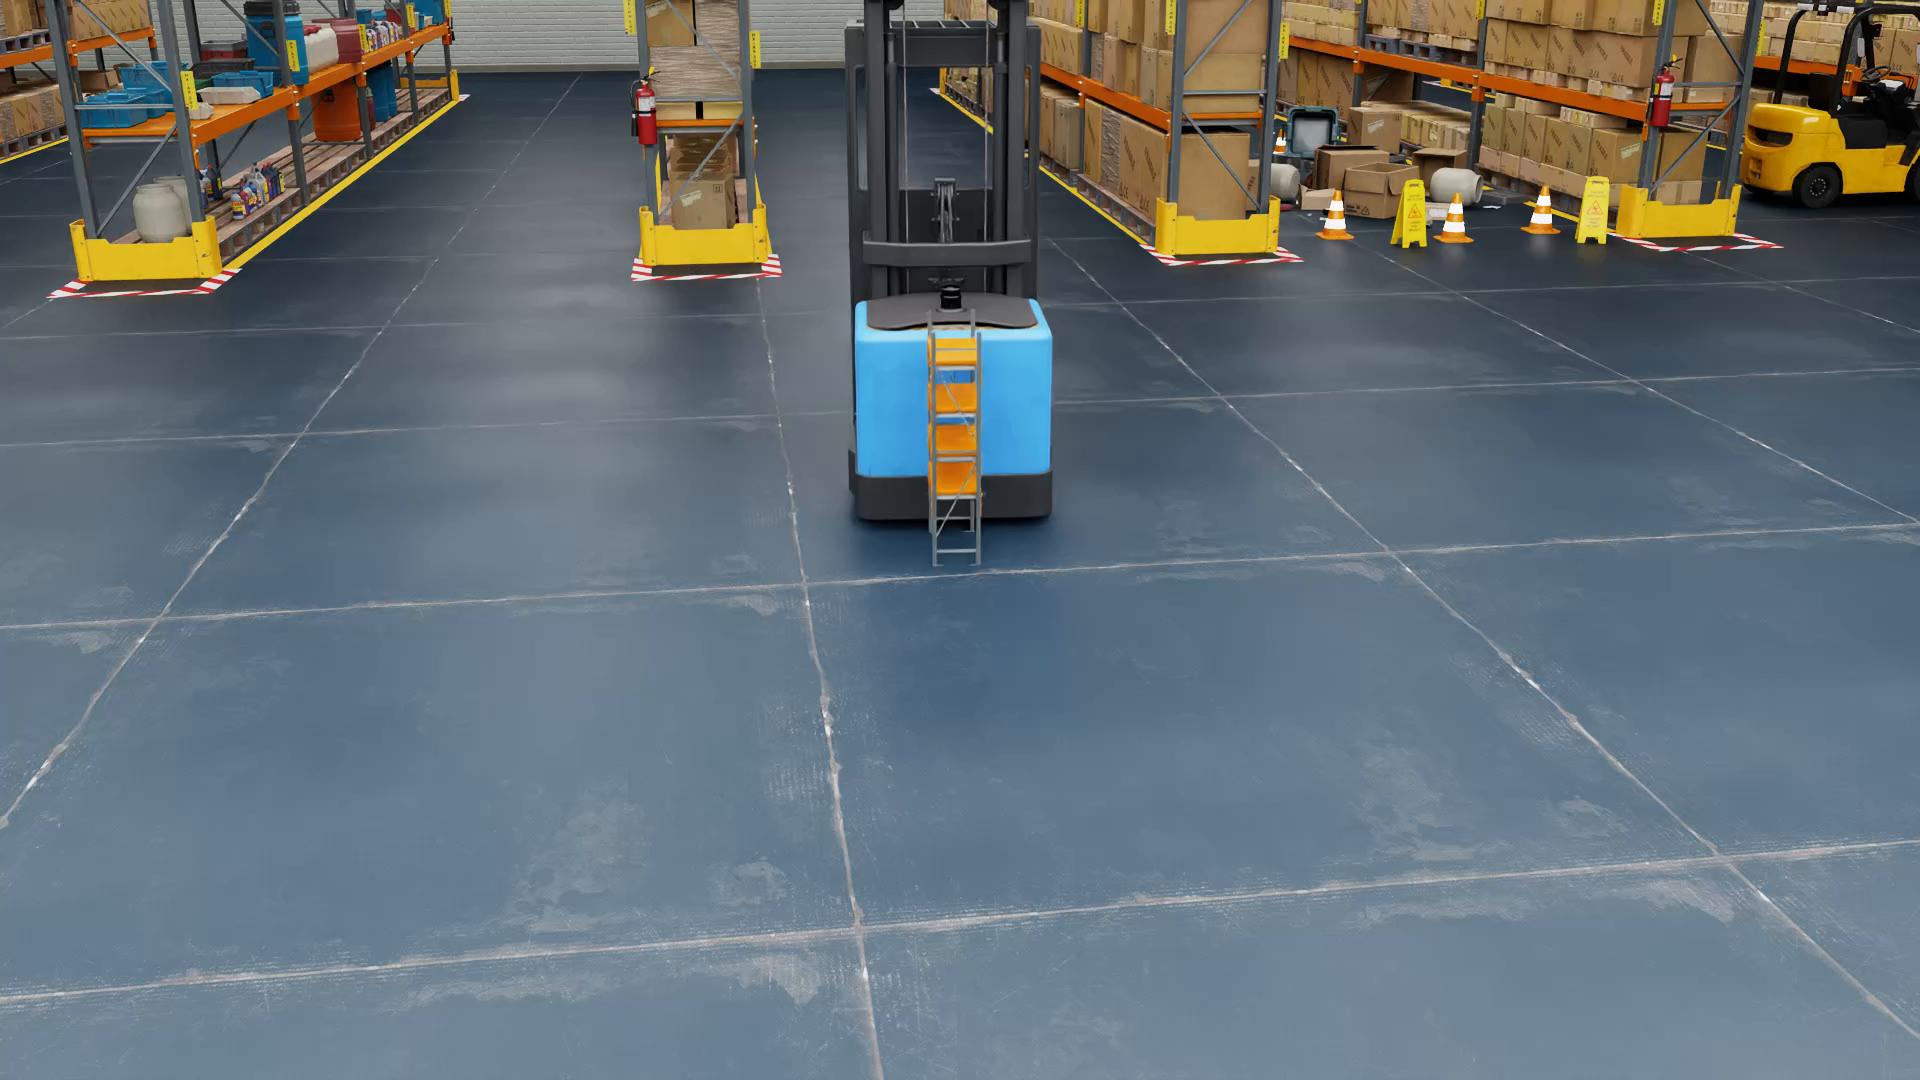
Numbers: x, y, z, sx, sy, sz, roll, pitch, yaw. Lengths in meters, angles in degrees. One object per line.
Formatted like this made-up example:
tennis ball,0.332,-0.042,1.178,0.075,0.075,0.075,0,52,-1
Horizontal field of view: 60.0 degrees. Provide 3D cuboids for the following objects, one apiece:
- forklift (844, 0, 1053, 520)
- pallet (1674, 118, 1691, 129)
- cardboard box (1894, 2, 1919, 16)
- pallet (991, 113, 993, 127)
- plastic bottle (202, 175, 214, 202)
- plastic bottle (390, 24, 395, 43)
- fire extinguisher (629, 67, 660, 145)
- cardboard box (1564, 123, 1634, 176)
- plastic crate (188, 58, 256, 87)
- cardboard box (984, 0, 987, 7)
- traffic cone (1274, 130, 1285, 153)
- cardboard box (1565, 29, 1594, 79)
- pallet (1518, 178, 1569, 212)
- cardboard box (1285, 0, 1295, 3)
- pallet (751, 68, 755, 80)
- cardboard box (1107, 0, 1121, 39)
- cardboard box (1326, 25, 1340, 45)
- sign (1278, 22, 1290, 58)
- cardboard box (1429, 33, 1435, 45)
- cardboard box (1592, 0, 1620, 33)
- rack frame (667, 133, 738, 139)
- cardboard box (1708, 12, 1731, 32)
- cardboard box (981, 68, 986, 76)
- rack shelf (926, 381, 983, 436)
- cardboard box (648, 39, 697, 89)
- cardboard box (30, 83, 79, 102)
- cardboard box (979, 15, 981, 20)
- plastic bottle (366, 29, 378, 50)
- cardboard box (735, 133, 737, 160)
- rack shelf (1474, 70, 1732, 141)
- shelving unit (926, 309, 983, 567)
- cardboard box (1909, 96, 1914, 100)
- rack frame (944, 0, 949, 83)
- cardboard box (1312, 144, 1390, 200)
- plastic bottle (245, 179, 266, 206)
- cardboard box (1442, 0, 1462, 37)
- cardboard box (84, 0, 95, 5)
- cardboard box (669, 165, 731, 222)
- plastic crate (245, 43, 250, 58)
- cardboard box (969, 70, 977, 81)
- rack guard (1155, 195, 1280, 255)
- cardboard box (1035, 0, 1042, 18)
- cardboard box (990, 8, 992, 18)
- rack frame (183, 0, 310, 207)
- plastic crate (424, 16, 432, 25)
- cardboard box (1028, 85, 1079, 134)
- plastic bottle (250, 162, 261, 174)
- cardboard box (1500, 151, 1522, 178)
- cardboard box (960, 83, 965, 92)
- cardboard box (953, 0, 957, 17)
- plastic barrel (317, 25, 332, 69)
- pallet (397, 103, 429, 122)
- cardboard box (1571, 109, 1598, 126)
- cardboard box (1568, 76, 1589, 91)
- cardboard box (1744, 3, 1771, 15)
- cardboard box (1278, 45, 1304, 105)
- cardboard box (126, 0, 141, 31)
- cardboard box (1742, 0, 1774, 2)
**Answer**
forklift,-0.110,-1.948,9.743,1.130,2.935,3.031,-1,21,-3
pallet,11.082,-6.518,25.866,1.003,0.211,1.213,-3,21,-8
cardboard box,11.625,-6.458,20.226,0.380,0.149,0.250,-3,21,-7
pallet,1.073,-6.413,25.586,1.003,0.211,1.213,-3,21,-8
plastic bottle,-8.045,-3.761,17.770,0.097,0.271,0.097,0,20,0
plastic bottle,-8.615,-7.643,25.069,0.152,0.276,0.135,-3,21,-8
fire extinguisher,-2.852,-3.943,15.098,0.296,0.674,0.183,-3,21,-8
cardboard box,6.941,-4.247,18.058,0.500,0.500,0.500,-2,21,-6
plastic crate,-7.941,-4.961,17.800,0.767,0.338,0.504,-3,21,-8
cardboard box,0.569,-8.163,25.193,0.380,0.149,0.250,-2,21,-6
traffic cone,4.222,-5.147,21.837,0.336,0.463,0.334,-3,21,-8
cardboard box,6.906,-5.250,17.916,0.500,0.500,0.500,-3,21,-8
pallet,7.128,-3.967,19.035,1.003,0.211,1.213,-3,21,-8
cardboard box,5.543,-8.871,26.608,0.500,0.500,0.500,-3,21,-8
pallet,-2.956,-5.609,19.722,1.003,0.211,1.213,-3,21,-8
cardboard box,2.089,-5.711,17.961,0.875,0.550,0.550,-3,21,-8
cardboard box,5.821,-7.580,24.938,0.500,0.250,0.500,-3,21,-7
sign,3.060,-4.726,15.733,0.100,0.325,0.005,-3,21,-8
cardboard box,6.337,-6.524,21.657,0.380,0.149,0.250,-3,21,-8
cardboard box,7.038,-5.538,17.260,0.700,0.500,0.500,-3,21,-7
rack frame,-3.566,-6.812,22.668,1.000,3.000,0.127,-3,21,-8
cardboard box,11.045,-7.388,23.711,0.500,0.250,0.500,-2,21,-6
cardboard box,0.625,-7.520,26.465,0.500,0.250,0.500,-4,21,-10
rack shelf,-0.031,-0.661,8.325,0.258,0.148,0.480,-1,21,-3
cardboard box,-2.656,-4.588,16.144,0.875,0.500,0.500,-3,21,-8
cardboard box,-13.591,-6.578,24.984,0.500,0.500,0.500,-3,21,-8
cardboard box,0.495,-8.062,25.774,0.380,0.149,0.250,-3,21,-7
plastic bottle,-8.410,-7.151,23.752,0.152,0.276,0.135,-3,21,-8
cardboard box,-3.188,-5.036,20.856,0.700,0.500,0.500,-5,21,-12
rack shelf,7.105,-4.898,18.571,1.077,0.370,4.000,-3,21,-8
shelving unit,-0.031,-0.515,8.380,0.258,1.200,0.503,-1,21,-3
cardboard box,11.991,-5.395,20.775,0.500,0.250,0.500,-3,21,-7
rack frame,0.203,-9.797,30.661,1.000,3.000,0.127,-3,21,-8
cardboard box,4.492,-4.240,19.156,0.797,0.637,0.503,-3,21,-8
plastic bottle,-7.419,-3.665,17.505,0.152,0.276,0.135,-3,21,-7
cardboard box,6.451,-6.630,21.012,0.500,0.500,0.500,-3,21,-7
cardboard box,-13.810,-8.570,25.803,0.500,0.500,0.500,-4,21,-9
cardboard box,-2.606,-3.490,16.747,0.500,0.500,0.500,2,21,6
plastic crate,-8.358,-5.536,19.275,0.392,0.384,0.575,-3,21,-8
cardboard box,0.352,-7.835,28.030,0.380,0.149,0.250,-3,21,-8
rack guard,2.513,-3.078,16.244,1.175,0.500,0.348,-3,21,-8
cardboard box,1.411,-7.387,22.635,0.700,0.500,0.500,-3,21,-8
cardboard box,0.647,-7.840,24.755,0.380,0.149,0.250,-2,21,-6
rack frame,-7.891,-5.178,18.292,1.000,3.000,0.127,-3,21,-8
plastic crate,-9.324,-8.964,28.720,0.396,0.136,0.243,-3,21,-8
cardboard box,1.485,-5.652,22.178,1.050,0.750,0.750,-3,21,-7
plastic bottle,-7.655,-3.927,18.101,0.144,0.351,0.185,-3,21,-8
cardboard box,6.723,-4.434,19.630,0.500,0.250,0.500,-2,21,-5
cardboard box,0.198,-7.926,29.125,0.380,0.149,0.250,-3,21,-8
cardboard box,0.155,-9.460,29.189,0.500,0.500,0.500,-3,21,-7
plastic barrel,-8.047,-6.124,20.665,0.421,0.512,0.421,0,20,0
pallet,-9.188,-6.894,26.872,1.003,0.211,1.213,-3,21,-8
cardboard box,6.868,-4.581,18.026,0.380,0.149,0.250,-3,21,-7
cardboard box,6.874,-4.983,18.129,0.380,0.149,0.250,-3,21,-8
cardboard box,11.103,-7.343,23.019,0.380,0.149,0.250,-2,21,-7
cardboard box,5.832,-7.688,27.449,0.875,0.875,0.875,-2,21,-6
cardboard box,-14.111,-8.810,27.874,0.500,0.500,0.500,-3,21,-7
cardboard box,11.547,-7.727,24.048,0.380,0.149,0.250,-2,21,-6
